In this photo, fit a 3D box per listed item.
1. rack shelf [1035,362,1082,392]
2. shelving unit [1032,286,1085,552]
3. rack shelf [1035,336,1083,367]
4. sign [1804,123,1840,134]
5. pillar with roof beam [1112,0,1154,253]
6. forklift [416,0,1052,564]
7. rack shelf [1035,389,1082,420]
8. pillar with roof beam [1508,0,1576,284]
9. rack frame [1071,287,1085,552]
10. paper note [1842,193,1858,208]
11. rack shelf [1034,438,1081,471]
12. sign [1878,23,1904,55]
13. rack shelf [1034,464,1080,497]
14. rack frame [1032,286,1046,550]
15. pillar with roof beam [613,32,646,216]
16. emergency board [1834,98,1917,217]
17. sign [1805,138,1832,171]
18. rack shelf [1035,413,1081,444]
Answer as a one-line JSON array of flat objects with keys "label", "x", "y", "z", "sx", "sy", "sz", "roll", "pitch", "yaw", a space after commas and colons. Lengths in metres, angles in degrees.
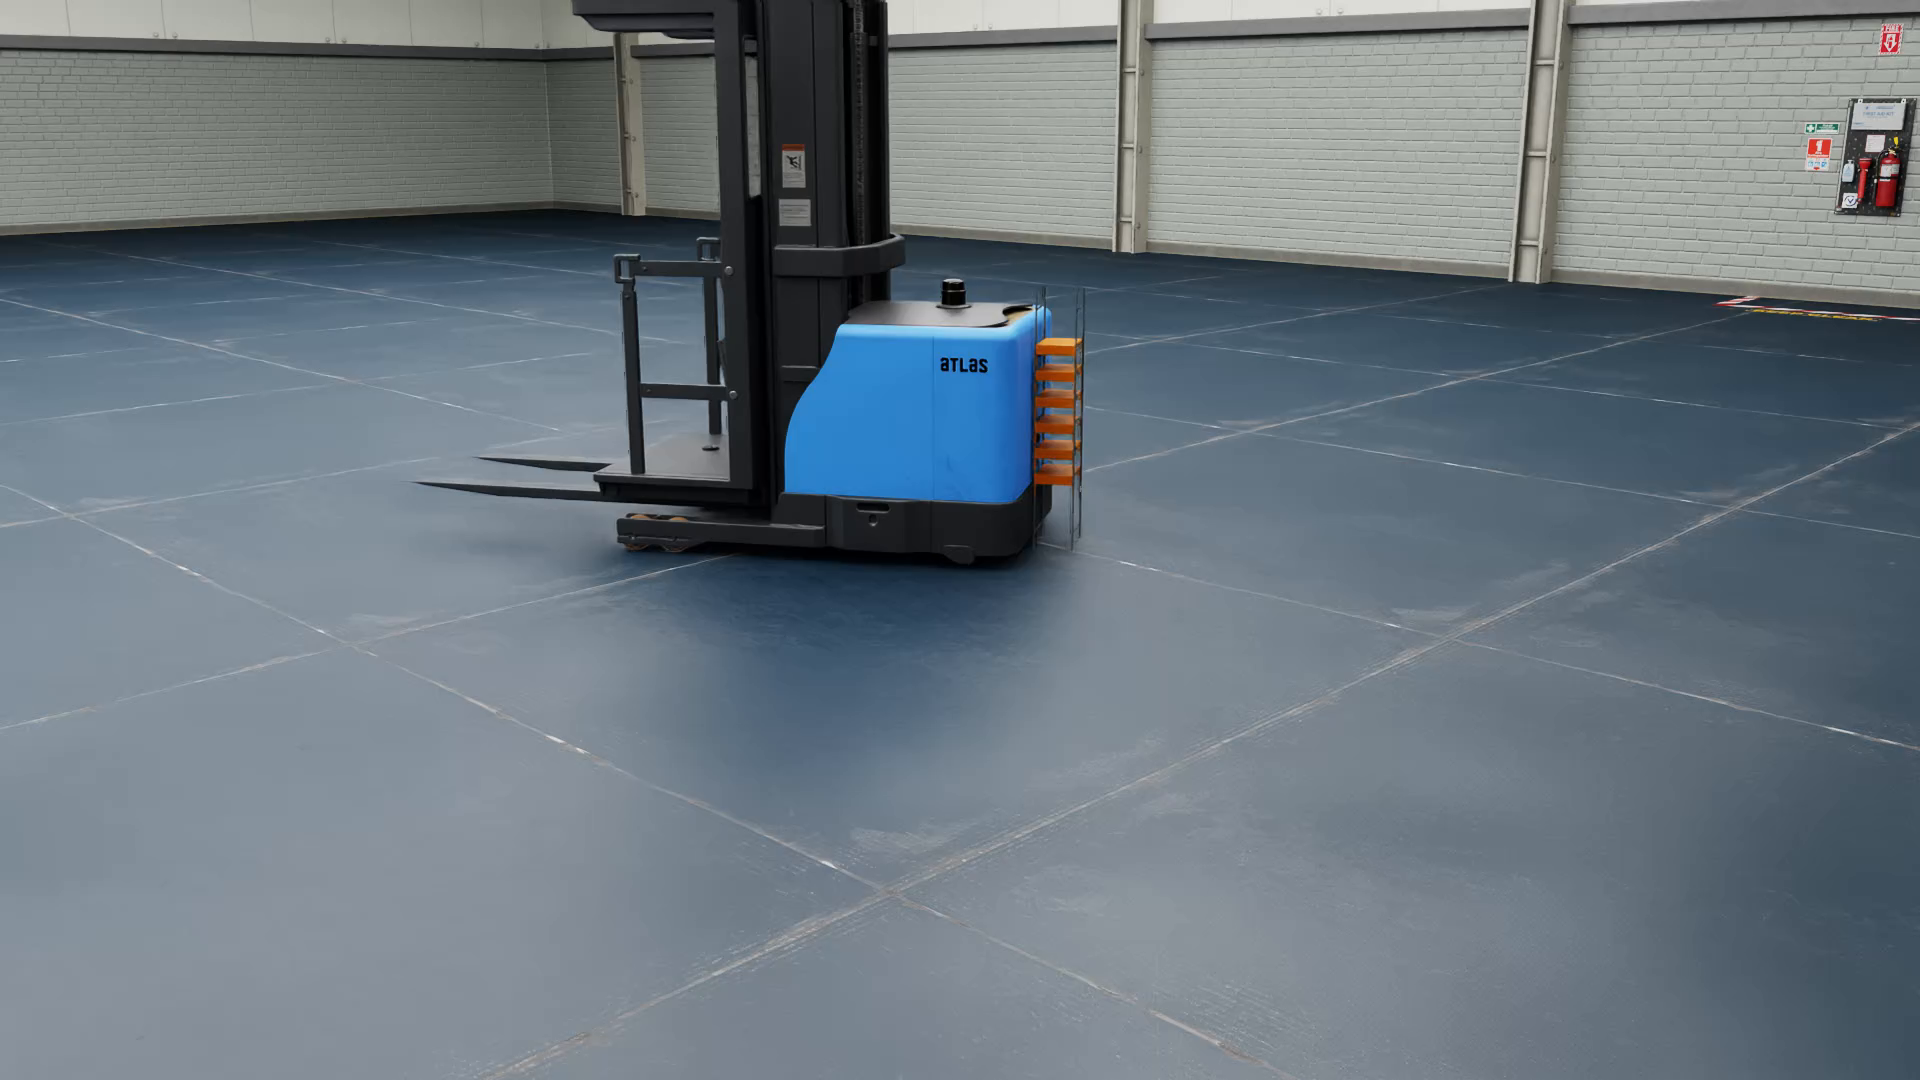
[{"label": "rack shelf", "x": 0.457, "y": -0.747, "z": 7.645, "sx": 0.180, "sy": 0.103, "sz": 0.258, "roll": 3, "pitch": 15, "yaw": 13}, {"label": "shelving unit", "x": 0.457, "y": -0.558, "z": 7.694, "sx": 0.189, "sy": 1.200, "sz": 0.258, "roll": 3, "pitch": 15, "yaw": 13}, {"label": "rack shelf", "x": 0.457, "y": -0.863, "z": 7.615, "sx": 0.180, "sy": 0.103, "sz": 0.258, "roll": 3, "pitch": 15, "yaw": 13}, {"label": "sign", "x": 8.975, "y": -4.287, "z": 17.314, "sx": 0.331, "sy": 0.109, "sz": 0.001, "roll": 14, "pitch": 20, "yaw": 42}, {"label": "pillar with roof beam", "x": -0.570, "y": -7.683, "z": 19.570, "sx": 0.400, "sy": 9.000, "sz": 9.100, "roll": 14, "pitch": 20, "yaw": 42}, {"label": "forklift", "x": -1.118, "y": -1.483, "z": 7.812, "sx": 3.031, "sy": 2.935, "sz": 1.130, "roll": 3, "pitch": 15, "yaw": 13}, {"label": "rack shelf", "x": 0.457, "y": -0.631, "z": 7.675, "sx": 0.180, "sy": 0.103, "sz": 0.258, "roll": 3, "pitch": 15, "yaw": 13}, {"label": "pillar with roof beam", "x": 3.749, "y": -6.633, "z": 15.540, "sx": 0.400, "sy": 9.000, "sz": 9.100, "roll": 14, "pitch": 20, "yaw": 42}, {"label": "rack frame", "x": 0.546, "y": -0.553, "z": 7.674, "sx": 0.006, "sy": 1.200, "sz": 0.240, "roll": 3, "pitch": 15, "yaw": 13}, {"label": "paper note", "x": 9.225, "y": -3.517, "z": 17.230, "sx": 0.142, "sy": 0.148, "sz": 0.016, "roll": 14, "pitch": 20, "yaw": 42}, {"label": "rack shelf", "x": 0.457, "y": -0.399, "z": 7.736, "sx": 0.180, "sy": 0.103, "sz": 0.258, "roll": 3, "pitch": 15, "yaw": 13}, {"label": "sign", "x": 9.367, "y": -5.041, "z": 16.734, "sx": 0.199, "sy": 0.298, "sz": 0.001, "roll": 14, "pitch": 20, "yaw": 42}, {"label": "rack shelf", "x": 0.457, "y": -0.283, "z": 7.766, "sx": 0.180, "sy": 0.103, "sz": 0.258, "roll": 3, "pitch": 15, "yaw": 13}, {"label": "rack frame", "x": 0.368, "y": -0.563, "z": 7.714, "sx": 0.006, "sy": 1.200, "sz": 0.240, "roll": 3, "pitch": 15, "yaw": 13}, {"label": "pillar with roof beam", "x": -9.208, "y": -9.783, "z": 27.630, "sx": 0.400, "sy": 9.000, "sz": 9.100, "roll": 14, "pitch": 20, "yaw": 42}, {"label": "emergency board", "x": 9.304, "y": -3.900, "z": 16.952, "sx": 0.643, "sy": 1.169, "sz": 0.194, "roll": 14, "pitch": 20, "yaw": 42}, {"label": "sign", "x": 8.978, "y": -4.033, "z": 17.390, "sx": 0.234, "sy": 0.329, "sz": 0.001, "roll": 14, "pitch": 20, "yaw": 42}, {"label": "rack shelf", "x": 0.457, "y": -0.515, "z": 7.705, "sx": 0.180, "sy": 0.103, "sz": 0.258, "roll": 3, "pitch": 15, "yaw": 13}]
